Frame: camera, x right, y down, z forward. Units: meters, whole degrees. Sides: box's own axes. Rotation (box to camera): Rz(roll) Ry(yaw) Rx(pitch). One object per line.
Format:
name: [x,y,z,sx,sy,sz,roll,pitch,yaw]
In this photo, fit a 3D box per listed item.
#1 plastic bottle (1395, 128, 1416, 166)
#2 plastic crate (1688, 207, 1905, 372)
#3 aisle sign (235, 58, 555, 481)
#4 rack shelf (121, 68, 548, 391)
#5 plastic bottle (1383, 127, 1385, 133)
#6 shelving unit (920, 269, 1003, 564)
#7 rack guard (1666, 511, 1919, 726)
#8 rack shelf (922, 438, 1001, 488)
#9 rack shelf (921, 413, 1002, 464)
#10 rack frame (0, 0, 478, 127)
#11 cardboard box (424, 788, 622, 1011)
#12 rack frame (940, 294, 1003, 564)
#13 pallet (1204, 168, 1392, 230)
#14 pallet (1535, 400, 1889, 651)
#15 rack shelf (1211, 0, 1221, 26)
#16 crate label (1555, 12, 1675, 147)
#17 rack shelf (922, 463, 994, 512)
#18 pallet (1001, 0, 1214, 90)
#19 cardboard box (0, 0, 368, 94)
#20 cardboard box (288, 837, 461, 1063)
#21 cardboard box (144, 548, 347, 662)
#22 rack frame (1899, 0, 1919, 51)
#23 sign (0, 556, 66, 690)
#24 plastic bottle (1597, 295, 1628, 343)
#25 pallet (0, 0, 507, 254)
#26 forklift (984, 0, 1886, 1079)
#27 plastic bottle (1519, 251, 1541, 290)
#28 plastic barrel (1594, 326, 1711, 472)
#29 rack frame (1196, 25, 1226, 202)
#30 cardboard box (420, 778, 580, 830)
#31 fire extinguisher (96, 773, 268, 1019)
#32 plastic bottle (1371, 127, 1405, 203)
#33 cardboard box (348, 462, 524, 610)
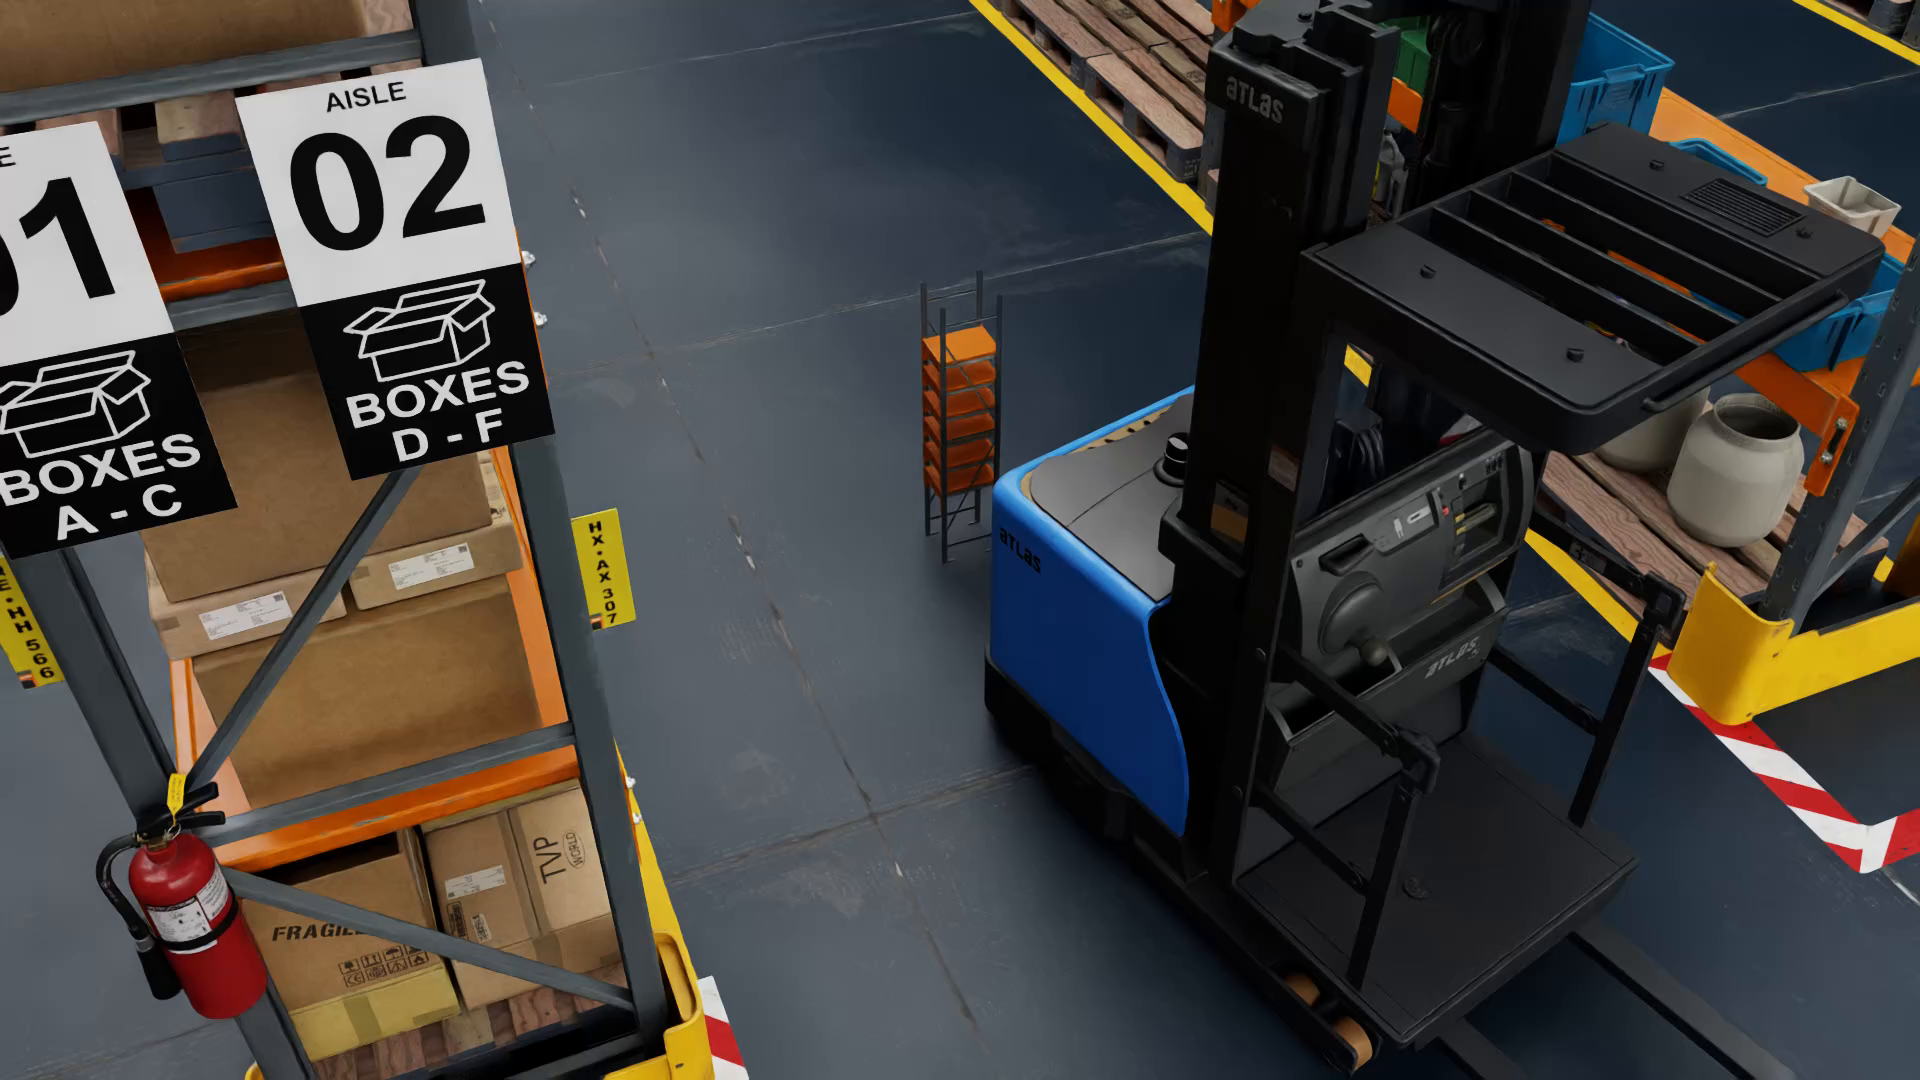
plastic bottle: [2.265,-1.928,8.386,0.144,0.351,0.185,-16,43,-18]
plastic crate: [2.815,-0.843,5.544,0.499,0.251,0.616,-15,43,-17]
aisle sign: [-0.986,-0.461,2.992,0.394,0.787,0.004,-15,43,-17]
rack shelf: [-2.060,-1.508,4.454,1.077,0.370,4.000,-15,43,-17]
plastic bottle: [2.179,-2.047,8.639,0.097,0.201,0.097,0,41,0]
shelving unit: [0.006,-0.446,6.349,0.258,1.200,0.189,-15,43,-17]
rack guard: [3.211,0.241,6.086,1.175,0.500,0.348,-15,43,-17]
rack shelf: [0.006,-0.322,6.456,0.258,0.103,0.180,-15,43,-17]
rack shelf: [0.006,-0.413,6.378,0.258,0.103,0.180,-15,43,-17]
rack frame: [-1.295,-1.714,1.841,1.000,3.000,0.127,-15,43,-17]
cardboard box: [-1.294,1.066,4.997,0.500,0.250,0.500,-15,43,-17]
rack frame: [0.041,-0.391,6.285,0.240,1.200,0.006,-15,43,-17]
pallet: [1.971,-1.610,8.460,1.003,0.211,1.213,-15,43,-17]
pallet: [2.905,-0.140,6.751,1.003,0.211,1.213,-15,43,-17]
rack shelf: [0.987,-4.014,9.669,1.077,0.370,4.000,-15,43,-17]
crate label: [2.329,-1.727,6.431,0.502,0.435,0.616,-15,43,-17]
rack shelf: [0.006,-0.231,6.534,0.258,0.103,0.180,-15,43,-17]
pallet: [0.946,-3.224,10.337,1.003,0.211,1.213,-15,43,-17]
cardboard box: [-1.511,-1.175,3.006,0.797,0.503,0.637,-12,42,-14]
cardboard box: [-1.773,1.195,4.846,0.500,0.250,0.500,-15,43,-17]
cardboard box: [-1.617,0.095,3.765,0.380,0.149,0.250,-16,43,-18]
rack frame: [6.329,-4.318,9.470,1.000,3.000,0.127,-15,43,-17]
sign: [-1.801,0.159,3.194,0.100,0.325,0.005,-15,43,-17]
plastic bottle: [2.877,-0.975,7.338,0.097,0.271,0.097,0,41,0]
pallet: [-1.541,-0.975,3.351,1.003,0.211,1.213,-15,43,-17]
forklift: [1.368,0.092,4.395,1.130,2.935,3.031,-26,47,-27]
plastic bottle: [2.670,-1.274,7.740,0.097,0.201,0.097,0,41,0]
plastic barrel: [2.769,-0.568,6.695,0.421,0.512,0.421,0,41,0]
rack frame: [1.753,-3.082,8.033,1.000,3.000,0.127,-15,43,-17]
cardboard box: [-1.487,0.481,5.102,0.500,0.500,0.500,-15,43,-17]
fire extinguisher: [-1.679,0.778,3.605,0.296,0.674,0.183,-15,43,-17]
plastic bottle: [2.132,-1.892,8.344,0.144,0.351,0.185,-15,43,-17]
cardboard box: [-1.246,-0.013,3.890,0.380,0.149,0.250,-15,43,-17]
